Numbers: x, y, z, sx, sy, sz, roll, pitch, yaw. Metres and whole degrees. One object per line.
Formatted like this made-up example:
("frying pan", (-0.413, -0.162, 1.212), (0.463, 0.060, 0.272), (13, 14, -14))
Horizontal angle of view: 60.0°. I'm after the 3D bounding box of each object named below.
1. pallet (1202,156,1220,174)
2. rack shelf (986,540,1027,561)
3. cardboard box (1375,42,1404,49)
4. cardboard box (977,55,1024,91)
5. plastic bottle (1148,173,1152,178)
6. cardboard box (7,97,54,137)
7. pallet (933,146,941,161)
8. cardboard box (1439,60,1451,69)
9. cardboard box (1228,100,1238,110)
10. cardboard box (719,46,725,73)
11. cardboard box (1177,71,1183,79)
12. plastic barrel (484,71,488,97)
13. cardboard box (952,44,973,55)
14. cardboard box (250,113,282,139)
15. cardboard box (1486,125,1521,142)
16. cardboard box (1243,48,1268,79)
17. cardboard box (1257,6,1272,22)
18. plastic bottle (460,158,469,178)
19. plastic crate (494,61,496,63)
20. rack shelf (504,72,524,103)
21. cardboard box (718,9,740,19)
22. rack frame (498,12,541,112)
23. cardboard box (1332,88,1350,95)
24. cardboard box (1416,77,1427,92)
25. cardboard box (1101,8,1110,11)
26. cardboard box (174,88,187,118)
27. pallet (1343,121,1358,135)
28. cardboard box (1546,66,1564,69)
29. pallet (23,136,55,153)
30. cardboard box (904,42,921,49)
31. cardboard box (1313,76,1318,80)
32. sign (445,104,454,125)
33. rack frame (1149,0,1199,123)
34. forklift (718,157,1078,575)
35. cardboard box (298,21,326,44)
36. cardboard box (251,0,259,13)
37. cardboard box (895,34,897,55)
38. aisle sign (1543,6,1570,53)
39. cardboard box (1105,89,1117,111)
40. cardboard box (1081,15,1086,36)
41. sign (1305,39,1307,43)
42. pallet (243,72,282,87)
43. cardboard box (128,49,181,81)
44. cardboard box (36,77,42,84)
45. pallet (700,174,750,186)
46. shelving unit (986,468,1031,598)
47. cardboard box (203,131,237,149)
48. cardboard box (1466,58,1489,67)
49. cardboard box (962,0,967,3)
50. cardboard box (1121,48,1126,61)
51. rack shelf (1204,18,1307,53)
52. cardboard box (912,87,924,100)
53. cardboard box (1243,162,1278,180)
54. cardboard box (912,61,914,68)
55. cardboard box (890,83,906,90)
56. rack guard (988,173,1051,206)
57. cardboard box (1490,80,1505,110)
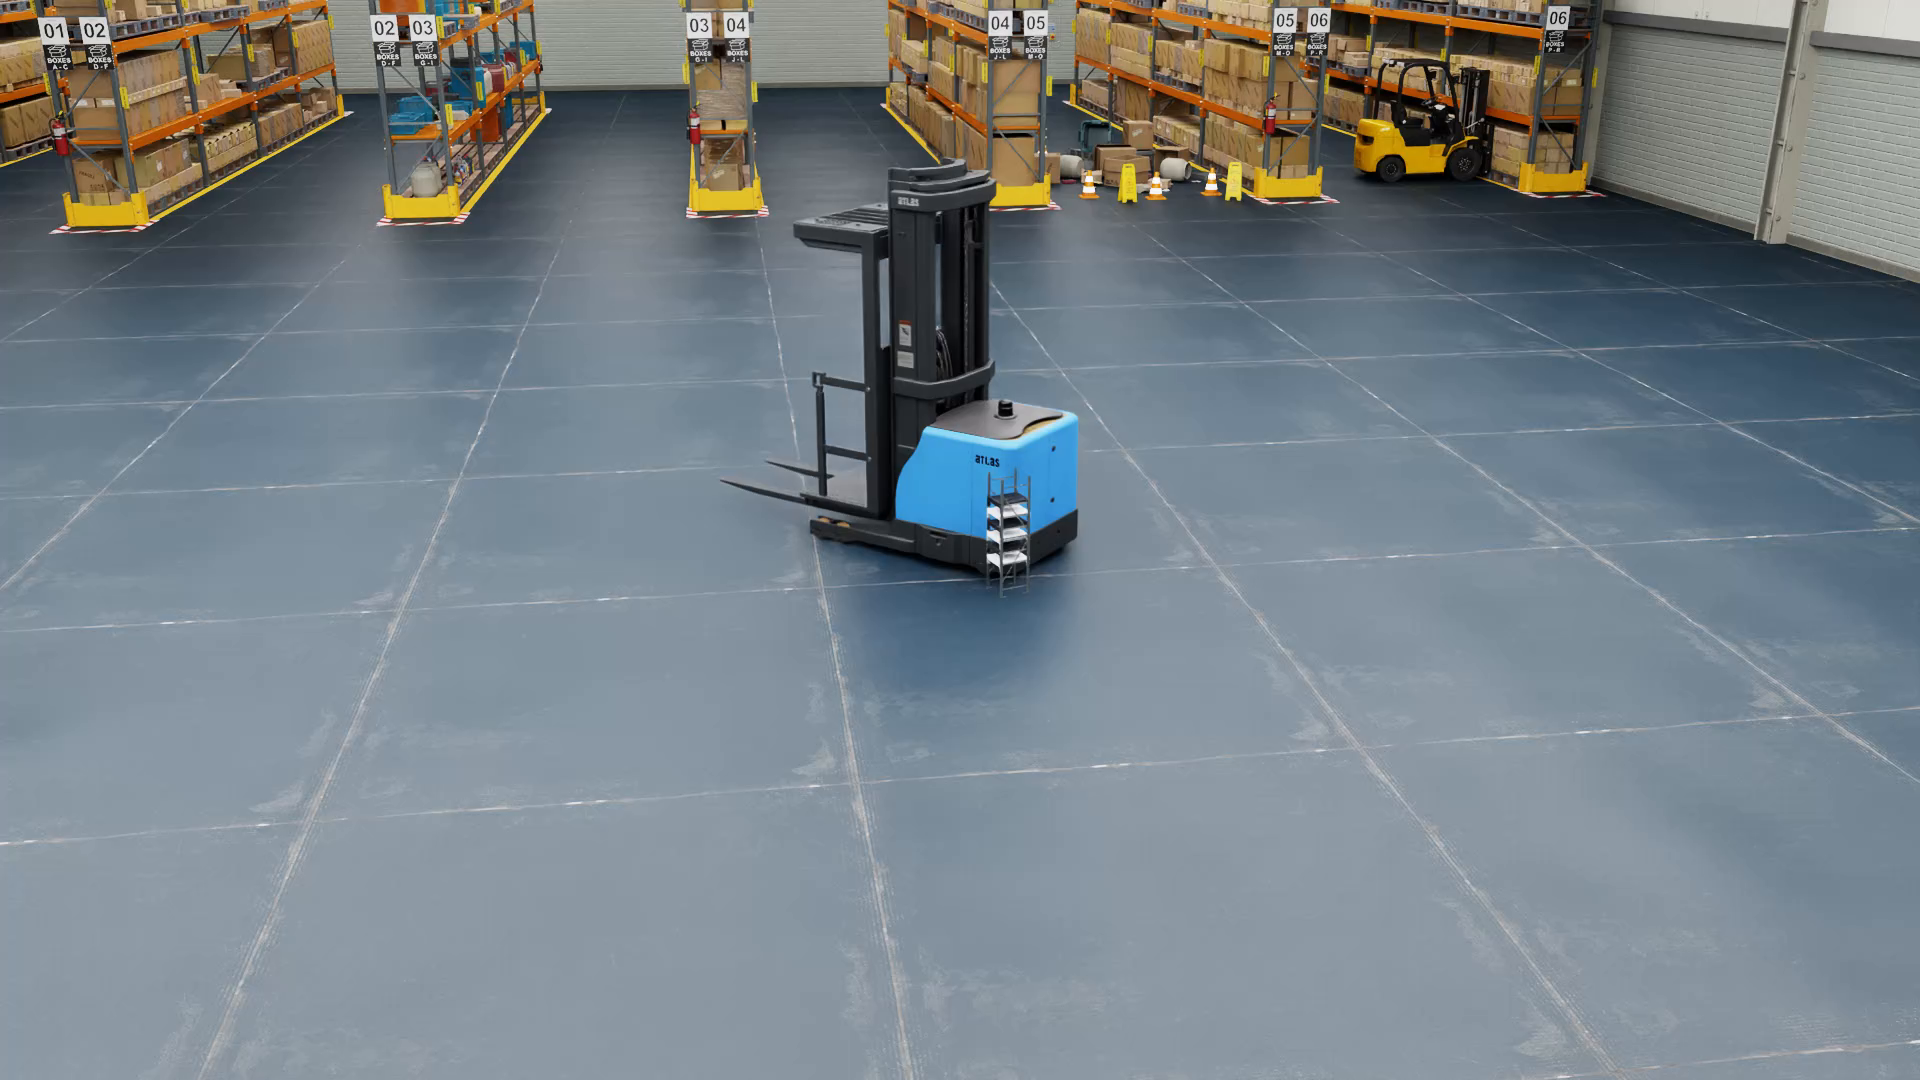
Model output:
("pallet", (5.400, -7.370, 32.647), (1.003, 0.211, 1.213), (-3, 21, -8))
("rack shelf", (0.352, 0.066, 12.107), (0.258, 0.077, 0.200), (-10, 23, -25))
("cardboard box", (9.683, -10.973, 37.566), (0.500, 0.500, 0.500), (-2, 21, -5))
("cardboard box", (0.775, -8.130, 28.938), (0.875, 0.550, 0.550), (-3, 21, -8))
("plastic bottle", (3.598, -6.989, 31.841), (0.133, 0.061, 0.283), (1, 20, 2))
("cardboard box", (-20.043, -9.091, 35.742), (0.750, 0.750, 0.750), (-2, 21, -6))
("pallet", (0.019, -8.003, 34.341), (1.003, 0.211, 1.213), (-3, 21, -8))
("cardboard box", (9.910, -9.616, 33.606), (0.380, 0.149, 0.250), (-2, 21, -6))
("cardboard box", (5.235, -8.135, 31.069), (0.380, 0.149, 0.250), (-3, 21, -8))
("cardboard box", (-4.128, -8.747, 30.351), (0.500, 0.500, 0.500), (-3, 21, -8))
("cardboard box", (4.739, -9.687, 34.624), (0.380, 0.149, 0.250), (-2, 21, -6))
("plastic barrel", (-9.529, -8.967, 32.744), (0.433, 0.535, 0.433), (0, 20, 0))
("cardboard box", (0.230, -9.487, 32.758), (0.700, 0.500, 0.500), (-3, 21, -9))
("cardboard box", (-14.850, -8.856, 35.584), (0.500, 0.500, 0.500), (-3, 21, -8))
("cardboard box", (10.219, -7.645, 31.299), (0.500, 0.250, 0.500), (-3, 21, -7))
("cardboard box", (5.489, -8.518, 29.739), (0.700, 0.500, 0.500), (-3, 21, -7))
("cardboard box", (5.504, -9.160, 28.956), (0.500, 0.250, 0.500), (-3, 21, -8))
("plastic bottle", (-8.988, -6.736, 30.121), (0.144, 0.351, 0.185), (-3, 21, -8))
("plastic crate", (-11.020, -11.200, 39.225), (0.437, 0.125, 0.590), (-3, 21, -8))
("rack shelf", (-10.305, -9.898, 36.458), (1.077, 0.370, 4.000), (-3, 21, -8))
("cardboard box", (-3.873, -8.827, 27.920), (0.380, 0.149, 0.250), (-3, 21, -9))
("rack frame", (-11.170, -12.312, 41.894), (1.000, 3.000, 0.127), (-3, 21, -8))
("cardboard box", (9.065, -10.672, 39.547), (0.380, 0.149, 0.250), (-2, 21, -6))
("cardboard box", (9.770, -9.423, 34.374), (0.500, 0.250, 0.500), (-3, 21, -8))
("cardboard box", (3.848, -13.680, 43.057), (0.380, 0.149, 0.250), (-3, 21, -7))
("cardboard box", (-14.272, -7.802, 29.676), (0.700, 0.500, 0.500), (-3, 21, -9))
("pallet", (9.532, -9.498, 38.344), (1.003, 0.211, 1.213), (-3, 21, -8))
("cardboard box", (10.862, -8.574, 30.390), (0.380, 0.149, 0.250), (-3, 21, -7))
("pallet", (-20.032, -8.435, 35.497), (1.003, 0.211, 1.213), (-3, 21, -8))
("cardboard box", (-1.087, -11.405, 38.374), (0.380, 0.149, 0.250), (-3, 21, -7))
("cardboard box", (8.874, -11.263, 40.705), (0.380, 0.149, 0.250), (-3, 21, -9))
("sign", (-8.318, -6.928, 27.084), (0.100, 0.325, 0.005), (-3, 21, -8))
("rack frame", (4.691, -10.292, 36.485), (1.000, 3.000, 0.127), (-3, 21, -8))
("forklift", (-0.590, -1.485, 13.004), (3.031, 2.935, 1.130), (13, 24, 31))
("cardboard box", (-15.662, -12.264, 40.192), (0.500, 0.500, 0.500), (-2, 21, -6))
("cardboard box", (-15.163, -11.252, 34.625), (0.910, 0.500, 0.500), (-3, 21, -8))
("cardboard box", (-1.314, -12.264, 41.196), (0.500, 0.500, 0.500), (-3, 21, -9))
("aisle sign", (10.475, -8.954, 29.187), (0.394, 0.787, 0.004), (-3, 21, -8))
("cardboard box", (4.130, -10.896, 41.164), (0.875, 0.438, 0.875), (-3, 21, -9))
("cardboard box", (3.407, -13.218, 42.747), (0.500, 0.500, 0.500), (-3, 21, -9))
("sign", (8.490, -12.304, 40.635), (0.100, 0.325, 0.005), (-3, 21, -8))
("pallet", (-15.204, -9.877, 35.648), (1.003, 0.211, 1.213), (-3, 21, -8))
("cardboard box", (-14.272, -8.410, 29.449), (0.700, 0.500, 0.500), (-3, 21, -7))
("cardboard box", (-19.950, -9.862, 35.664), (0.380, 0.149, 0.250), (-3, 21, -8))
("pallet", (-4.228, -6.447, 30.175), (1.003, 0.211, 1.213), (-3, 21, -8))
("shelving unit", (0.352, -0.050, 12.063), (0.258, 0.900, 0.210), (-10, 23, -25))
("cardboard box", (-14.378, -7.768, 32.256), (0.500, 0.311, 0.500), (-2, 21, -6))
("cardboard box", (10.040, -9.255, 32.214), (0.380, 0.149, 0.250), (-2, 21, -7))
("cardboard box", (0.325, -9.807, 29.947), (0.500, 0.250, 0.500), (-3, 21, -8))
("cardboard box", (4.048, -11.319, 38.735), (0.500, 0.250, 0.500), (-3, 21, -7))
("rack shelf", (5.556, -9.283, 30.524), (1.077, 0.370, 4.000), (-3, 21, -8))
("cardboard box", (-0.845, -10.316, 38.449), (0.500, 0.250, 0.500), (-2, 21, -6))
("cardboard box", (5.458, -6.705, 30.212), (0.500, 0.250, 0.500), (-3, 21, -8))
("cardboard box", (-0.863, -10.589, 37.038), (0.380, 0.149, 0.250), (-4, 21, -10))
("cardboard box", (-1.606, -11.719, 42.928), (0.380, 0.149, 0.250), (-4, 21, -10))
("rack guard", (0.964, -6.058, 28.722), (1.175, 0.500, 0.348), (-3, 21, -8))
("cardboard box", (10.285, -8.335, 31.103), (0.500, 0.500, 0.500), (-3, 21, -9))
